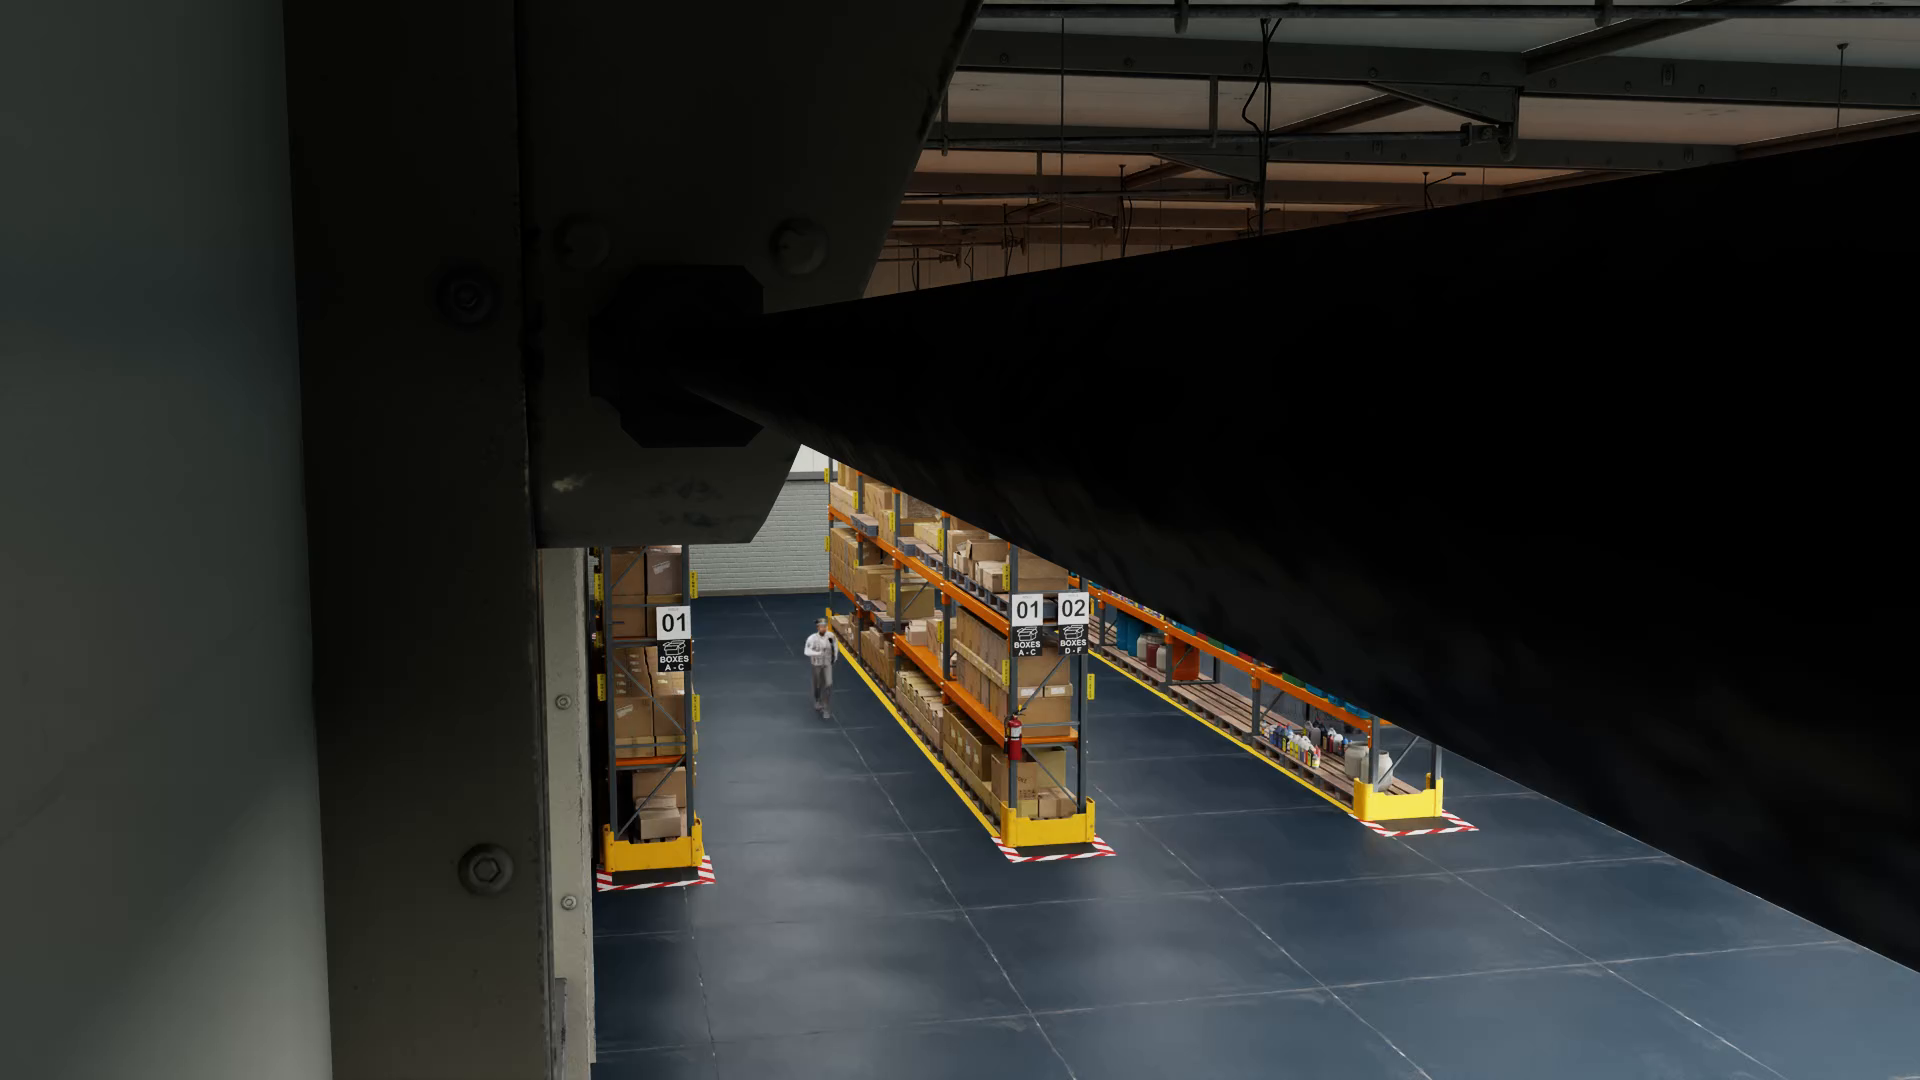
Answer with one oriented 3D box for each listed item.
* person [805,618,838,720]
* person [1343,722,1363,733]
[{"bbox_3d":[-2.354,2.151,28.278,0.637,1.727,0.828,-2,7,-19],"label":"person"},{"bbox_3d":[6.565,2.367,26.787,0.690,1.556,0.922,-4,8,-28],"label":"person"}]
